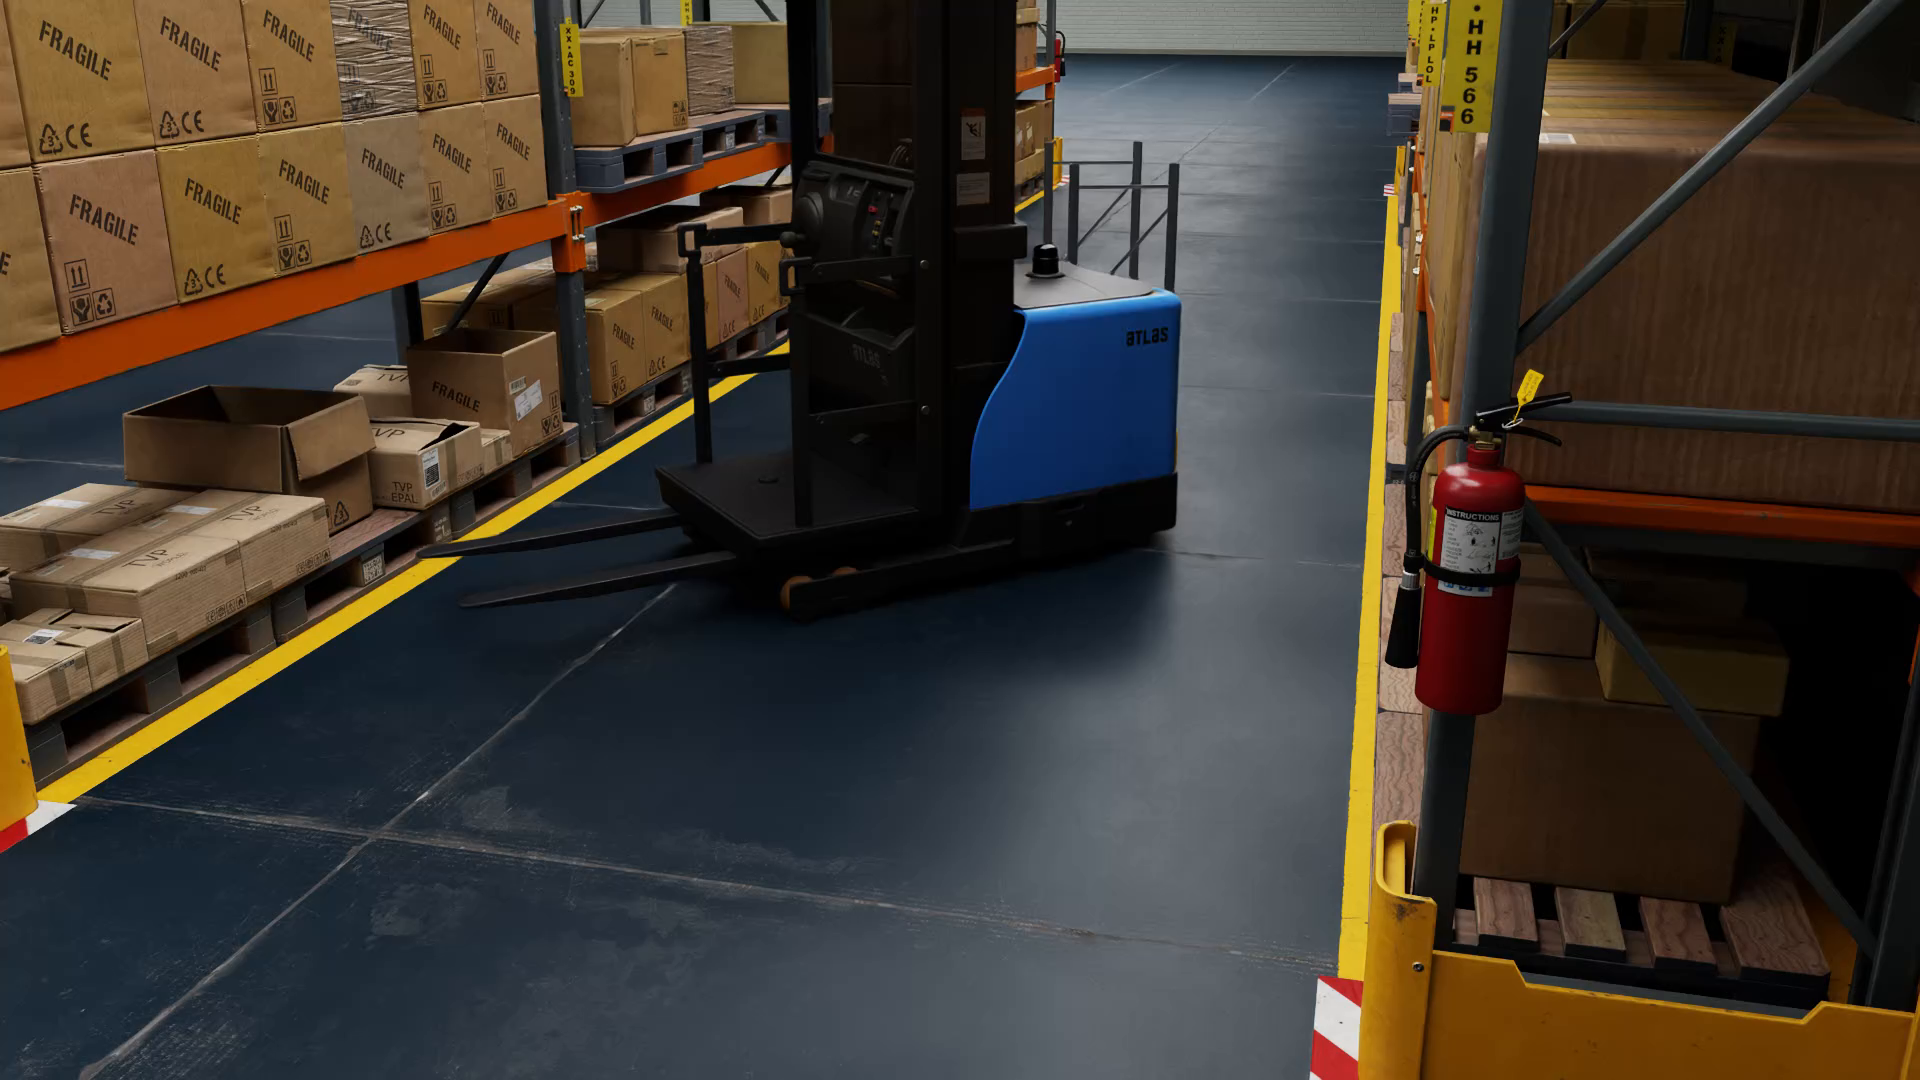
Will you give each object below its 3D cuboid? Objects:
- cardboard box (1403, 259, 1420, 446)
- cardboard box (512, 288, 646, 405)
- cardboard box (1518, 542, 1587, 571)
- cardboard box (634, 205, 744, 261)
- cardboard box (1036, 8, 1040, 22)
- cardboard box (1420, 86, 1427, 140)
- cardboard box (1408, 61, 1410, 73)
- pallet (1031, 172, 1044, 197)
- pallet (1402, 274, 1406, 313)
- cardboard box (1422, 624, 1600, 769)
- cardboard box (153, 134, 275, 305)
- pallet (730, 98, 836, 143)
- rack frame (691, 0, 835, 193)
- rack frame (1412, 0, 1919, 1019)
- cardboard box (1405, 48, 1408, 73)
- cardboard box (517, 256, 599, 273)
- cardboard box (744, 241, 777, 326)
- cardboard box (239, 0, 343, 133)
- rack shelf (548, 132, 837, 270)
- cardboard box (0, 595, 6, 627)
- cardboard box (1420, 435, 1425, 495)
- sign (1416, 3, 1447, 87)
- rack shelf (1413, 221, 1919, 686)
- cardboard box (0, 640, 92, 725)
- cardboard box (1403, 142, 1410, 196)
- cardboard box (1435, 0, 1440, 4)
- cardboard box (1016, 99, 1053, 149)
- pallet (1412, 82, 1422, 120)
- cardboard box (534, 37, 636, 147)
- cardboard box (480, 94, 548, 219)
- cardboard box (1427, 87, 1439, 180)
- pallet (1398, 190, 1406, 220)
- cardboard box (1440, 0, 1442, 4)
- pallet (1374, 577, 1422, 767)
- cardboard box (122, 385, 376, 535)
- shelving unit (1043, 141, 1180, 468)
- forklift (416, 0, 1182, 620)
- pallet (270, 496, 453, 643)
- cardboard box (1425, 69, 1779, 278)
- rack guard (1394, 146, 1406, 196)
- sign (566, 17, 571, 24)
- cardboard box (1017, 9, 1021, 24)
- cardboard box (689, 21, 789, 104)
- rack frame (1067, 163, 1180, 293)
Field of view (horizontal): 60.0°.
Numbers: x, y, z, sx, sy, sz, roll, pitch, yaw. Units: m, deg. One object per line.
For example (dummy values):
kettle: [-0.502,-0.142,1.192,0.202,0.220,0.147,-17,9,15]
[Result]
cardboard box: [2.495,-0.871,7.773,0.750,0.750,0.750,5,19,14]
cardboard box: [-1.988,-1.023,8.729,0.500,0.500,0.500,4,19,11]
cardboard box: [1.475,0.093,4.487,0.380,0.149,0.250,5,20,15]
cardboard box: [-1.621,-1.849,9.986,0.500,0.250,0.500,4,19,12]
cardboard box: [0.681,-5.846,18.504,0.380,0.149,0.250,4,19,12]
cardboard box: [2.813,-2.476,9.149,0.500,0.500,0.500,5,19,13]
cardboard box: [4.476,-4.408,15.654,0.500,0.250,0.500,5,19,13]
pallet: [0.443,-4.064,18.759,1.003,0.211,1.213,5,19,13]
pallet: [3.632,-1.654,11.704,1.003,0.211,1.213,5,19,13]
cardboard box: [1.681,0.378,4.657,0.700,0.500,0.500,5,19,13]
cardboard box: [-2.709,-1.096,5.602,0.500,0.500,0.500,5,19,13]
pallet: [-1.463,-2.810,11.072,1.213,0.211,1.003,5,19,13]
rack frame: [-1.365,-3.119,11.679,1.000,3.000,0.127,5,19,13]
rack frame: [1.485,-0.222,3.196,1.000,3.000,0.127,5,19,13]
cardboard box: [4.967,-5.047,17.525,0.500,0.250,0.500,4,19,12]
cardboard box: [-2.248,-1.379,9.772,0.500,0.500,0.500,5,19,14]
cardboard box: [-1.493,-1.671,10.625,0.500,0.500,0.500,4,19,11]
cardboard box: [-2.585,-1.731,5.912,0.500,0.500,0.500,4,19,13]
rack shelf: [-1.854,-2.152,9.960,1.077,0.370,4.000,5,19,13]
cardboard box: [-3.426,0.173,5.227,0.500,0.500,0.500,5,19,13]
cardboard box: [2.180,-0.265,6.540,0.700,0.500,0.500,5,19,14]
sign: [1.934,-2.026,6.809,0.100,0.325,0.005,5,19,13]
rack shelf: [1.973,-0.508,5.147,1.077,0.370,4.000,5,19,13]
cardboard box: [-2.884,0.425,5.032,0.380,0.149,0.250,5,19,13]
cardboard box: [4.771,-3.647,16.412,0.700,0.500,0.500,3,19,10]
cardboard box: [2.711,-2.674,8.568,0.500,0.250,0.500,4,19,12]
cardboard box: [0.747,-4.687,18.714,0.500,0.500,0.500,5,19,13]
pallet: [3.883,-3.262,12.394,1.003,0.211,1.213,5,19,13]
cardboard box: [-2.010,-2.242,8.307,0.700,0.500,0.500,-2,19,-5]
cardboard box: [-2.216,-1.736,7.474,0.500,0.500,0.500,5,19,14]
cardboard box: [2.331,-1.838,7.281,0.500,0.500,0.500,4,19,13]
pallet: [4.843,-3.260,16.406,1.003,0.211,1.213,5,19,13]
cardboard box: [2.587,-2.514,8.101,0.500,0.250,0.500,5,19,14]
pallet: [1.904,0.460,5.514,1.003,0.211,1.213,5,19,13]
cardboard box: [-2.796,-0.303,6.616,0.797,0.503,0.637,5,19,13]
shelving unit: [0.716,-1.161,8.267,0.587,1.500,1.083,-1,19,-3]
forklift: [-0.603,-1.280,6.400,3.031,2.935,1.130,-11,22,-28]
pallet: [-2.807,0.053,6.706,1.003,0.211,1.213,5,19,13]
cardboard box: [2.130,-1.220,5.655,0.980,0.700,0.700,4,19,12]
rack guard: [5.376,-4.030,18.212,1.175,0.500,0.348,5,19,13]
sign: [-4.745,-6.195,20.255,0.100,0.325,0.005,5,19,13]
cardboard box: [0.429,-5.523,17.558,0.380,0.149,0.250,5,20,15]
cardboard box: [-1.410,-3.159,10.991,0.700,0.500,0.500,-2,19,-5]
rack frame: [0.747,-1.000,7.795,0.500,1.500,0.032,-1,19,-3]
